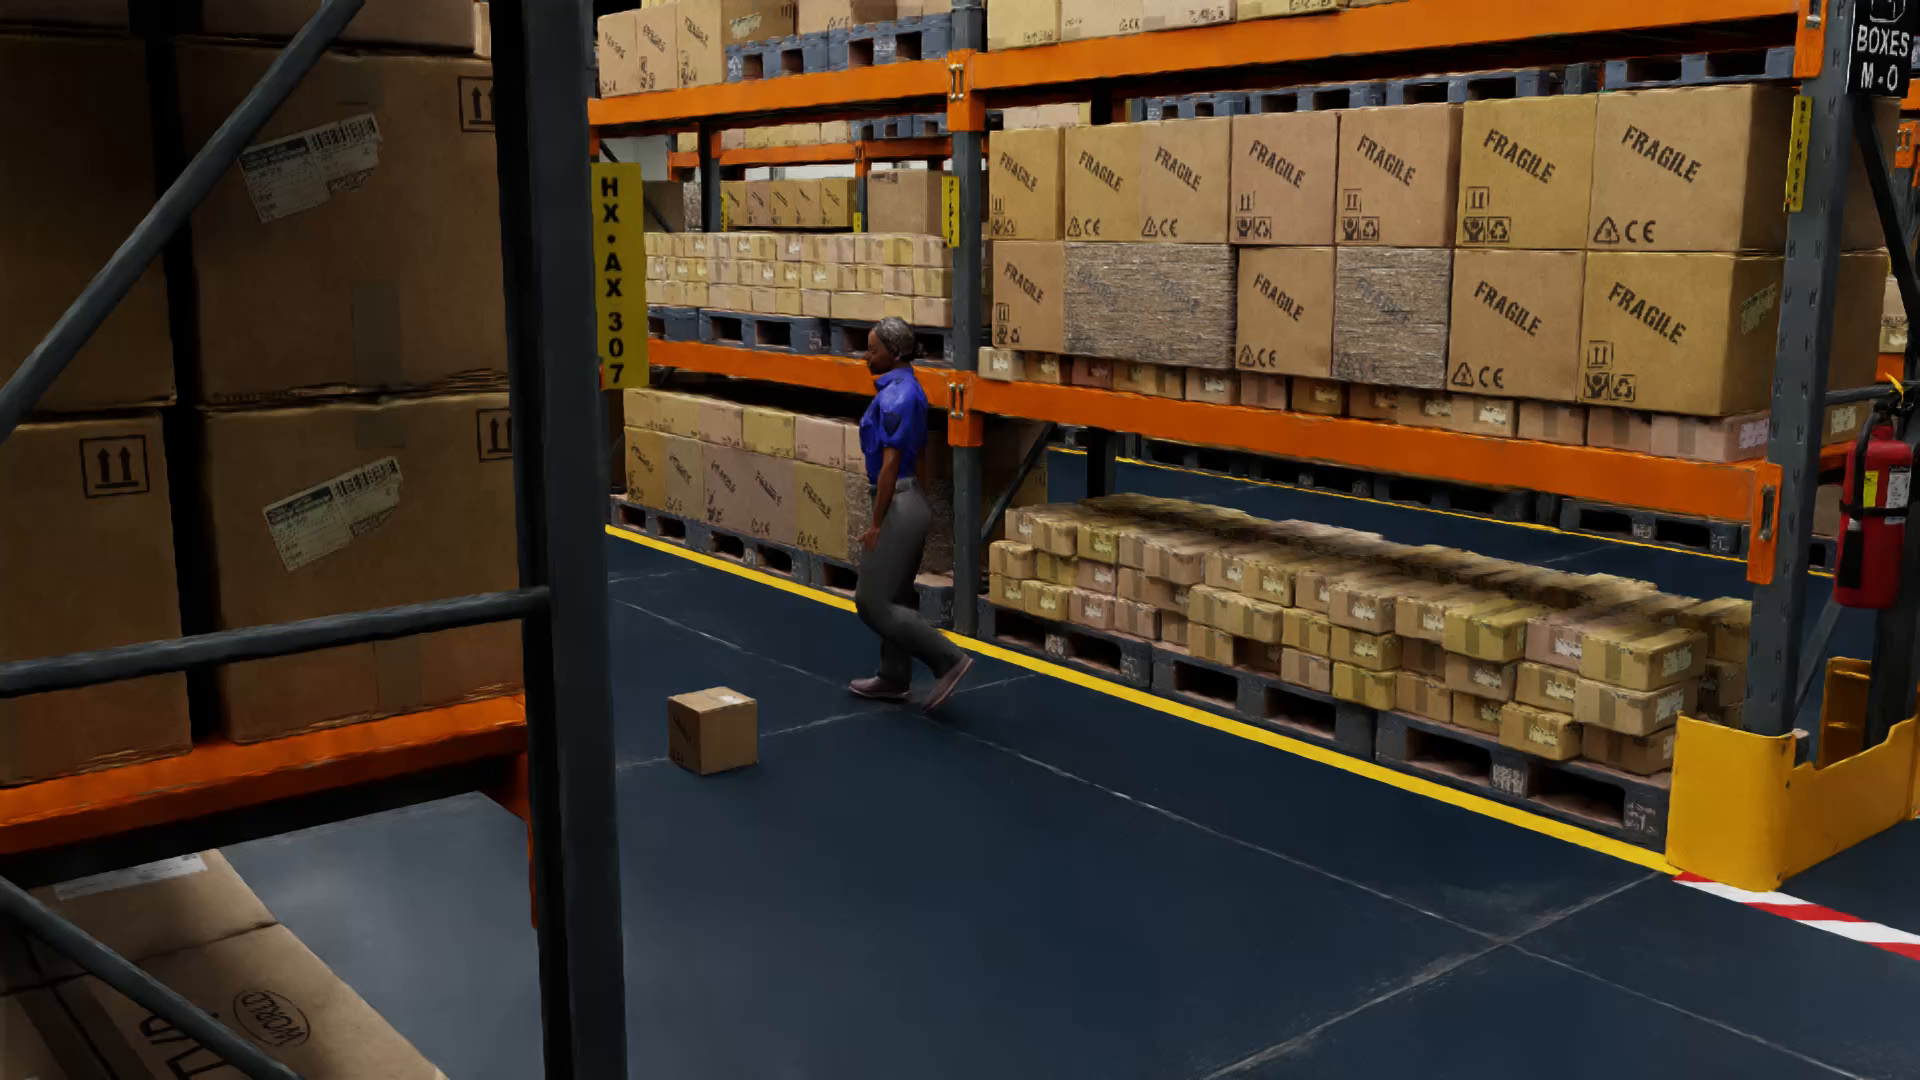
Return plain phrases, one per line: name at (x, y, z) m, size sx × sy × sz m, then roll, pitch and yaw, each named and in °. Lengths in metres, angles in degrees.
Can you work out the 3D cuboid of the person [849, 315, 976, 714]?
person at (-0.213, -0.094, 6.844) m, size 0.567 × 1.652 × 0.609 m, roll 0°, pitch 11°, yaw 2°
